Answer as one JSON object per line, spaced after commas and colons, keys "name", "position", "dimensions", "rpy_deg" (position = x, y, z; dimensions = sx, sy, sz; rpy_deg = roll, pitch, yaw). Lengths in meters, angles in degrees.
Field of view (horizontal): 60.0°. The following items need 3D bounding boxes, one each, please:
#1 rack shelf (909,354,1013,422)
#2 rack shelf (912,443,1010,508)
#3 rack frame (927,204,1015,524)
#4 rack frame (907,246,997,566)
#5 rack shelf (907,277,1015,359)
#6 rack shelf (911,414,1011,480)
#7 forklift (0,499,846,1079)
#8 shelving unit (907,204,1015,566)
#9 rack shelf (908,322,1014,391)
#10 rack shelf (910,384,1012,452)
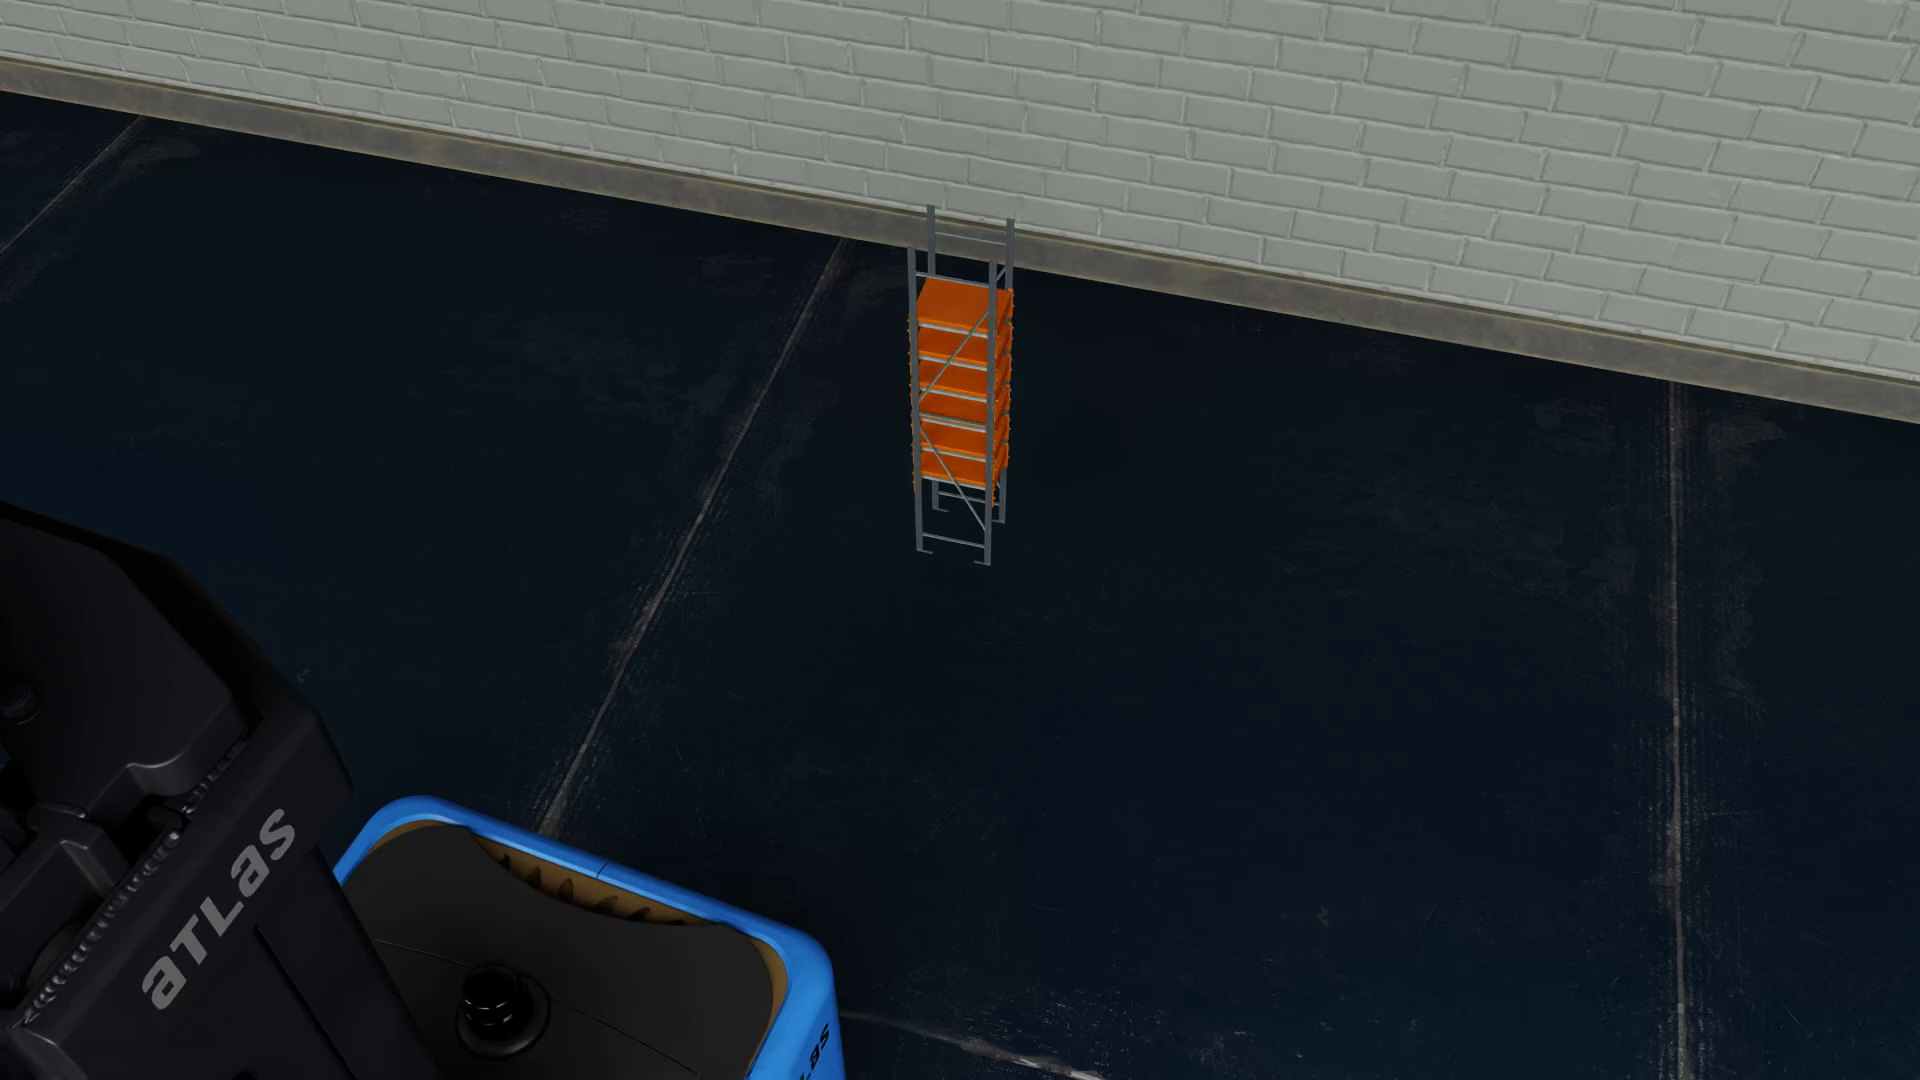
{"name": "rack shelf", "position": [0.004, -0.457, 4.753], "dimensions": [0.258, 0.103, 0.180], "rpy_deg": [12, 50, 10]}
{"name": "rack shelf", "position": [0.004, -0.219, 5.023], "dimensions": [0.258, 0.103, 0.180], "rpy_deg": [12, 50, 10]}
{"name": "rack frame", "position": [0.028, -0.474, 4.868], "dimensions": [0.240, 1.200, 0.006], "rpy_deg": [12, 50, 10]}
{"name": "rack frame", "position": [-0.020, -0.341, 4.751], "dimensions": [0.240, 1.200, 0.006], "rpy_deg": [12, 50, 10]}
{"name": "rack shelf", "position": [0.004, -0.616, 4.573], "dimensions": [0.258, 0.103, 0.180], "rpy_deg": [12, 50, 10]}
{"name": "rack shelf", "position": [0.004, -0.299, 4.933], "dimensions": [0.258, 0.103, 0.180], "rpy_deg": [12, 50, 10]}
{"name": "forklift", "position": [-1.239, 1.402, 2.058], "dimensions": [1.130, 2.935, 3.031], "rpy_deg": [17, 51, 14]}
{"name": "shelving unit", "position": [0.004, -0.407, 4.809], "dimensions": [0.258, 1.200, 0.189], "rpy_deg": [12, 50, 10]}
{"name": "rack shelf", "position": [0.004, -0.537, 4.663], "dimensions": [0.258, 0.103, 0.180], "rpy_deg": [12, 50, 10]}
{"name": "rack shelf", "position": [0.004, -0.378, 4.843], "dimensions": [0.258, 0.103, 0.180], "rpy_deg": [12, 50, 10]}
